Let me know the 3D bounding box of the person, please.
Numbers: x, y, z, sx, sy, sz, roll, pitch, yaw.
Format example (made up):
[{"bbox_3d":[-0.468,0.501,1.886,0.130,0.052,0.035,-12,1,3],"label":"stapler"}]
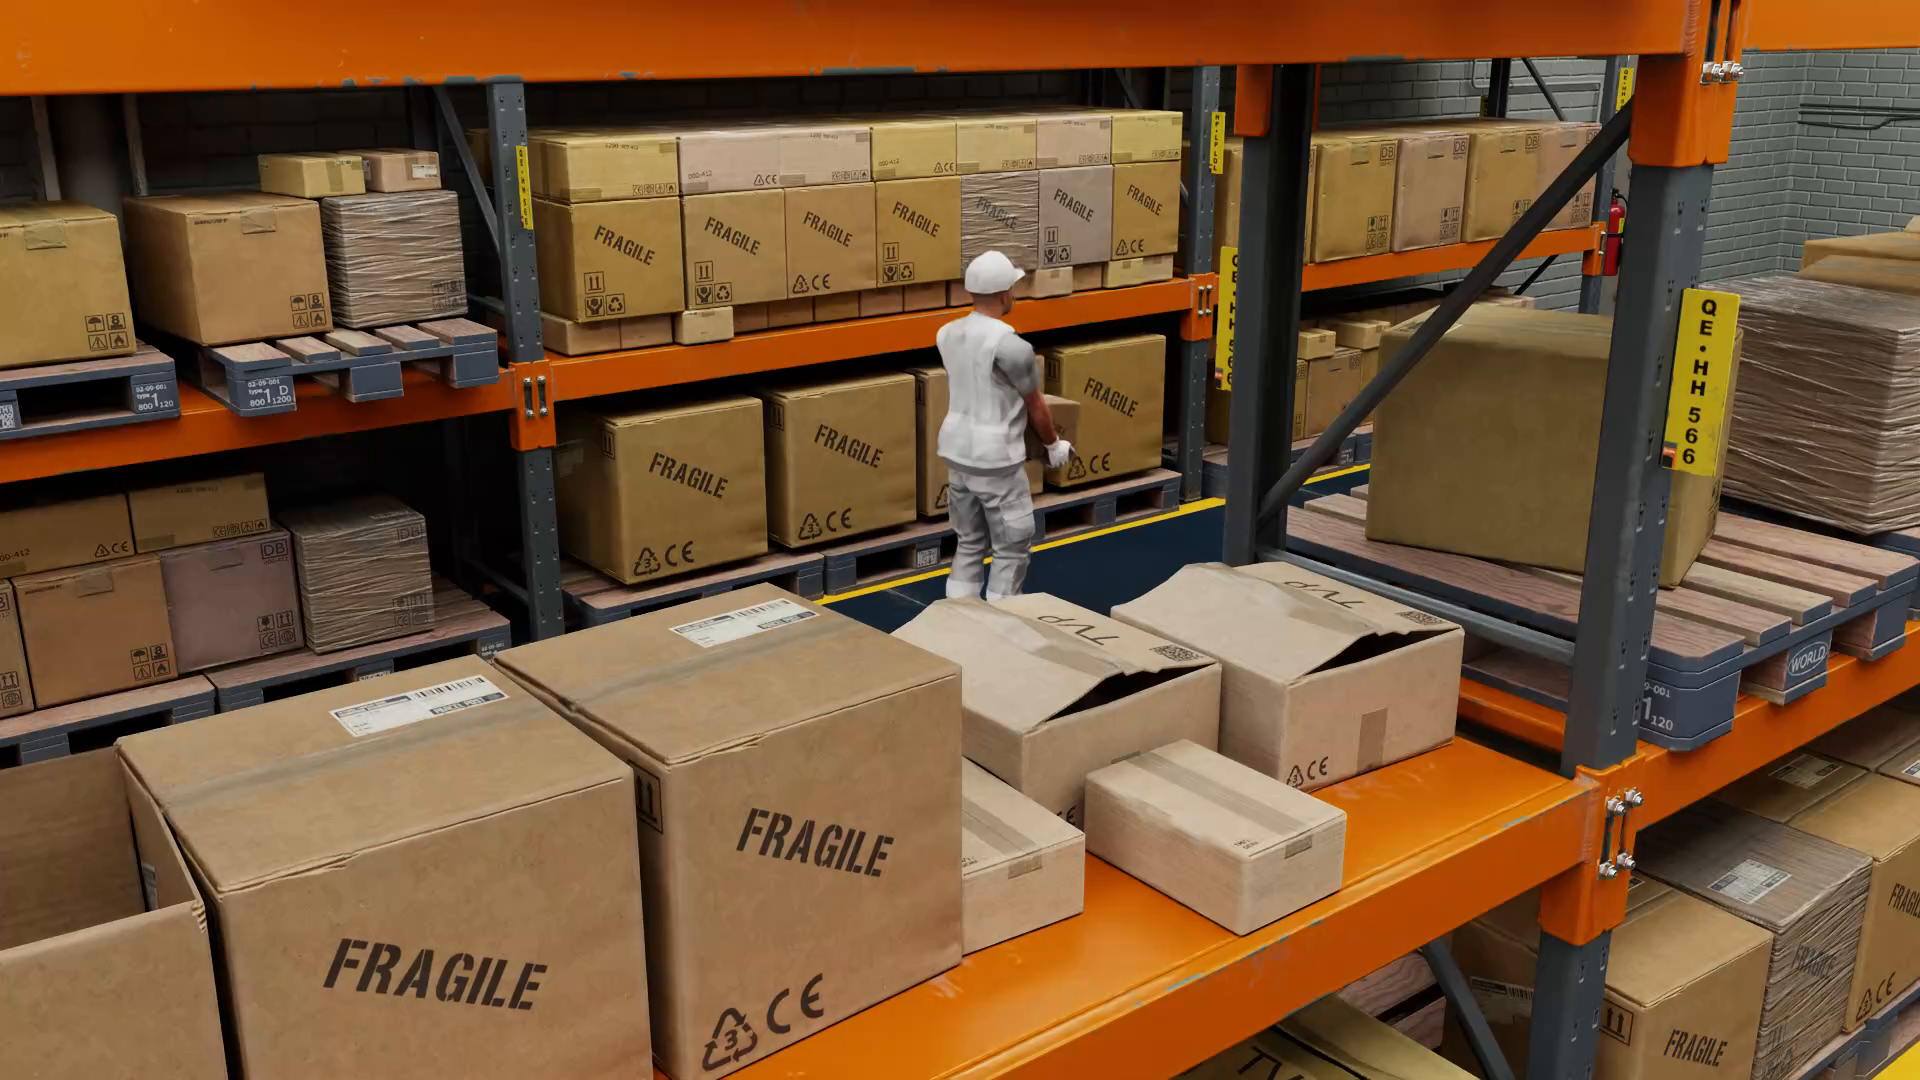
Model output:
[{"bbox_3d":[0.182,-0.341,7.095,0.560,1.784,0.495,-14,22,-37],"label":"person"}]
